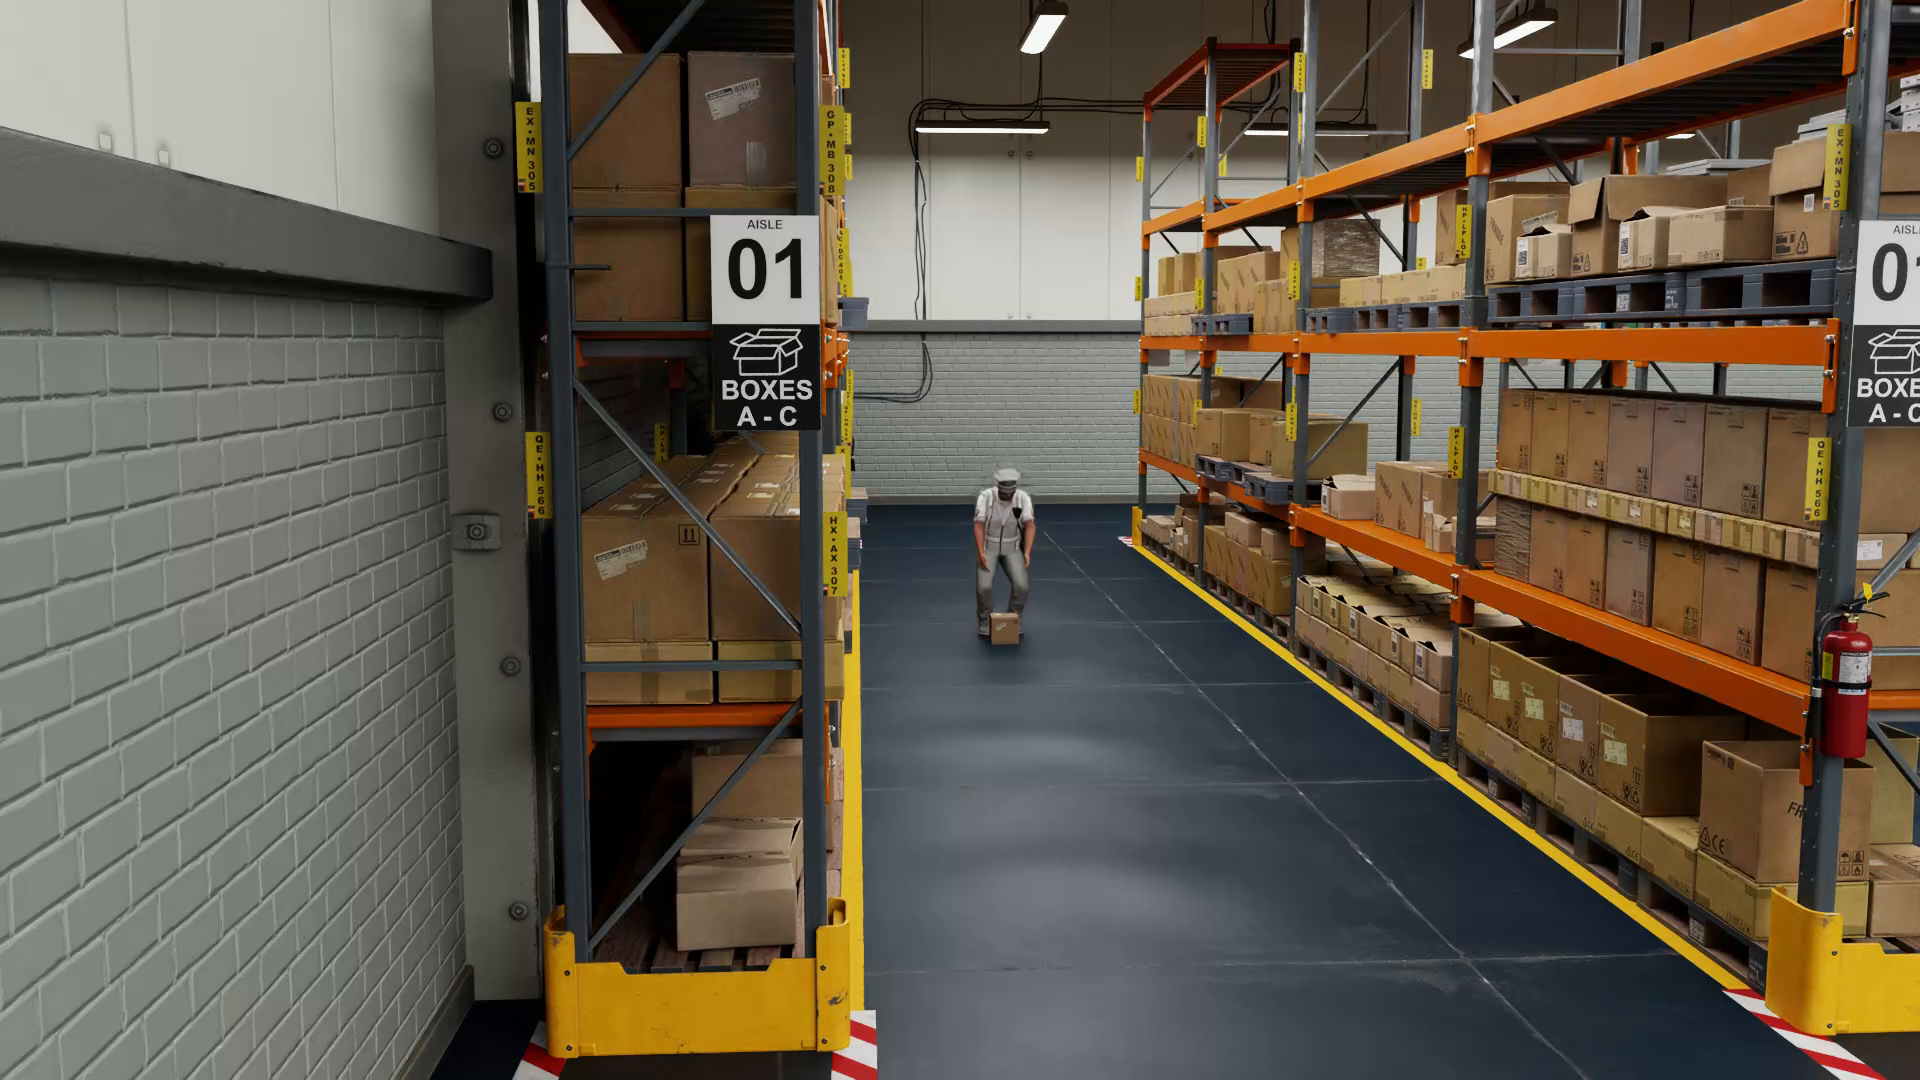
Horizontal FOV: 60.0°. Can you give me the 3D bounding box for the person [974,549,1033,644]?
[{"bbox_3d":[0.395,0.496,15.513,0.547,0.901,0.967,0,7,-4],"label":"person"}]
